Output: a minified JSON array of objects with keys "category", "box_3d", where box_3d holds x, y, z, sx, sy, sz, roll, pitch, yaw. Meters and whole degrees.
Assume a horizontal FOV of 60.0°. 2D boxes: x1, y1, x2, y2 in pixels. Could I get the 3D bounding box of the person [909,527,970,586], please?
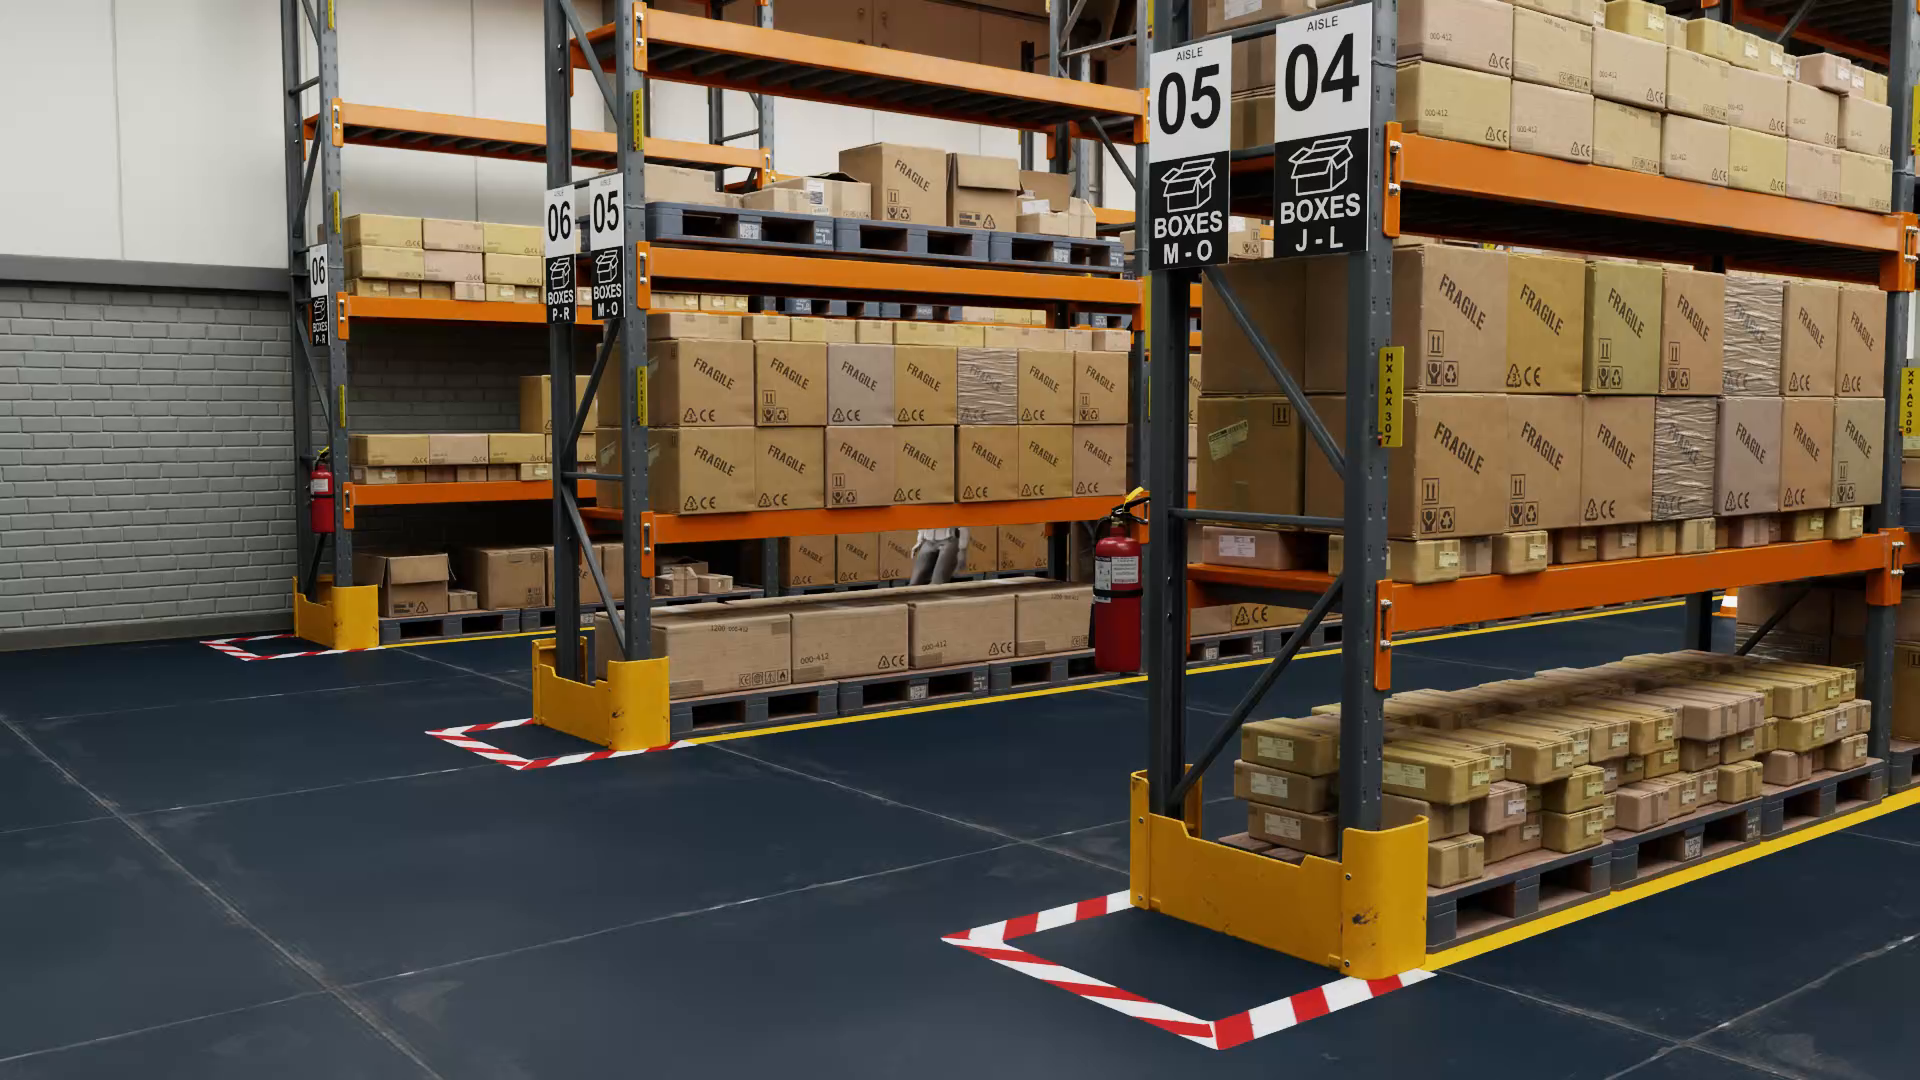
[{"category":"person","box_3d":[-0.161,0.045,13.268,0.507,1.648,0.512,4,6,44]}]
